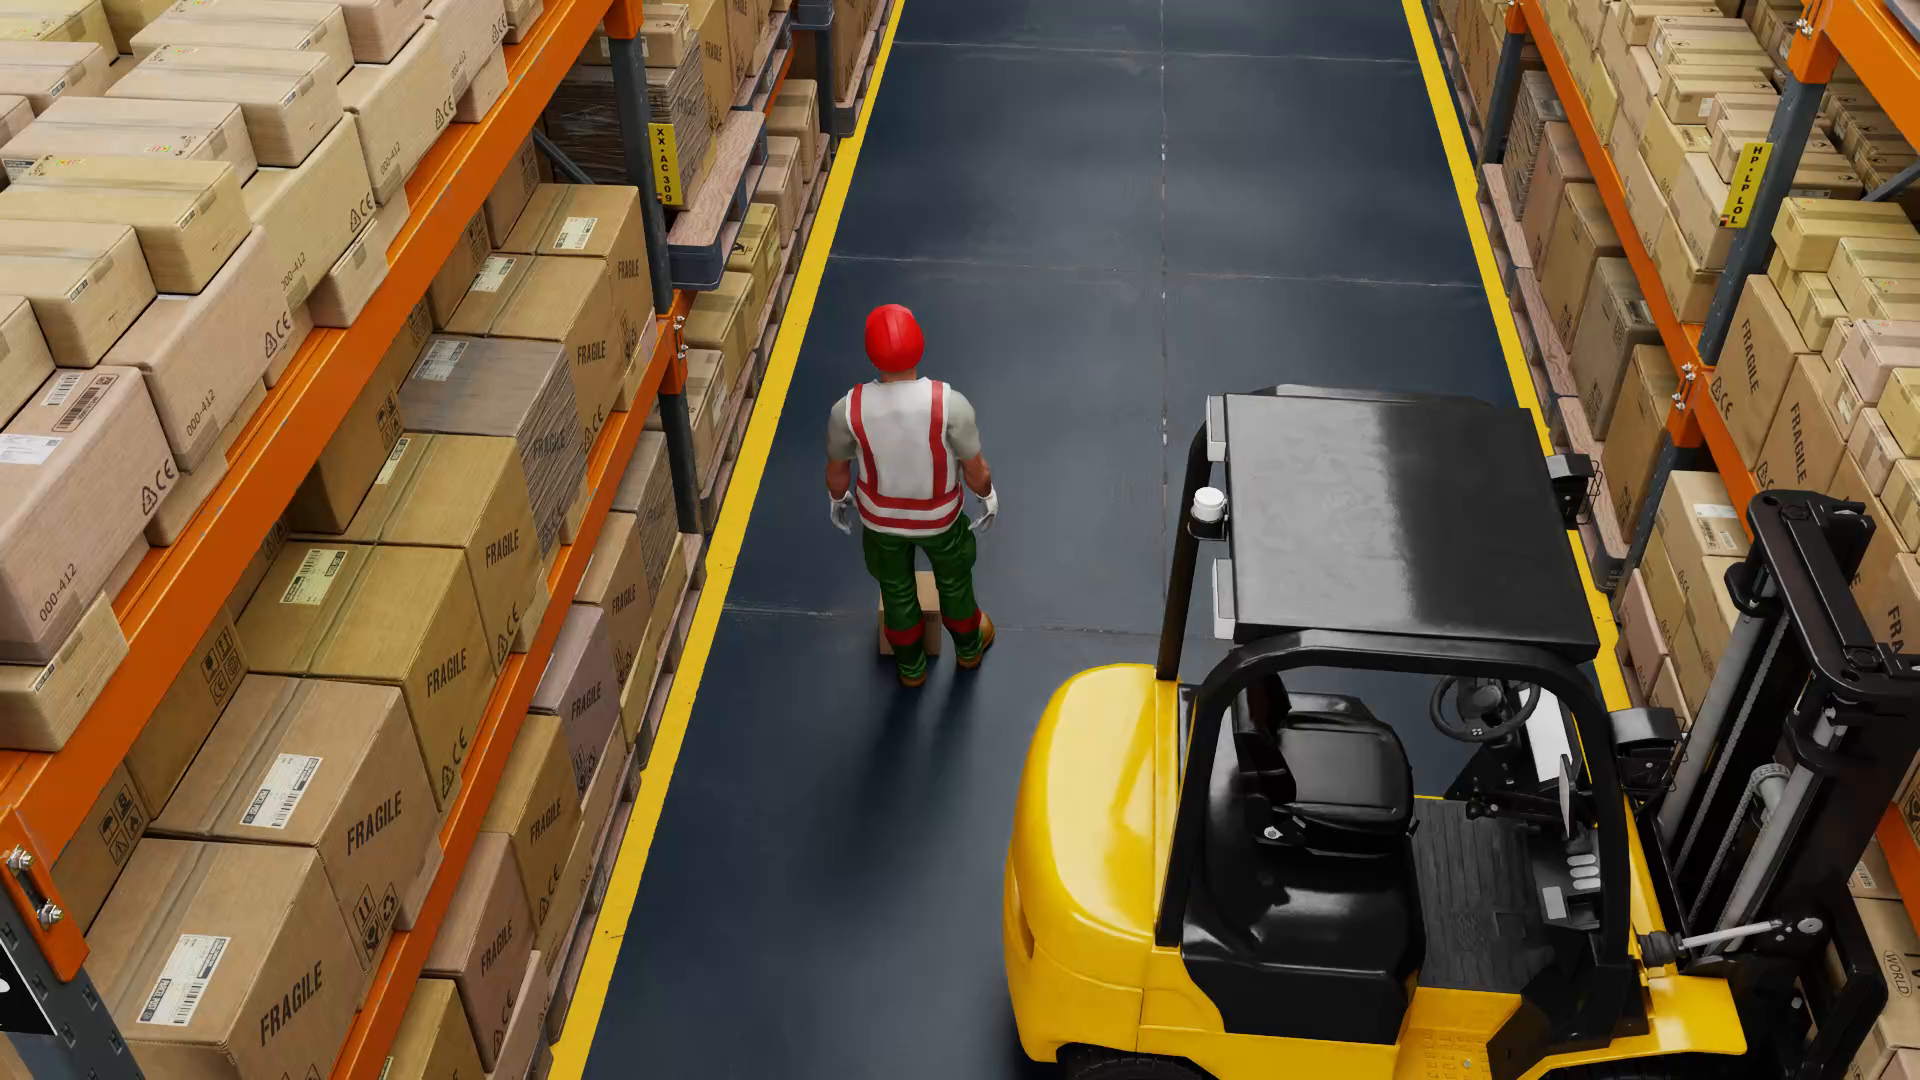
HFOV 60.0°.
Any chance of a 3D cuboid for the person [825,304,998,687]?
[{"bbox_3d":[-0.173,-0.169,6.326,0.637,1.790,0.562,2,40,2],"label":"person"}]
